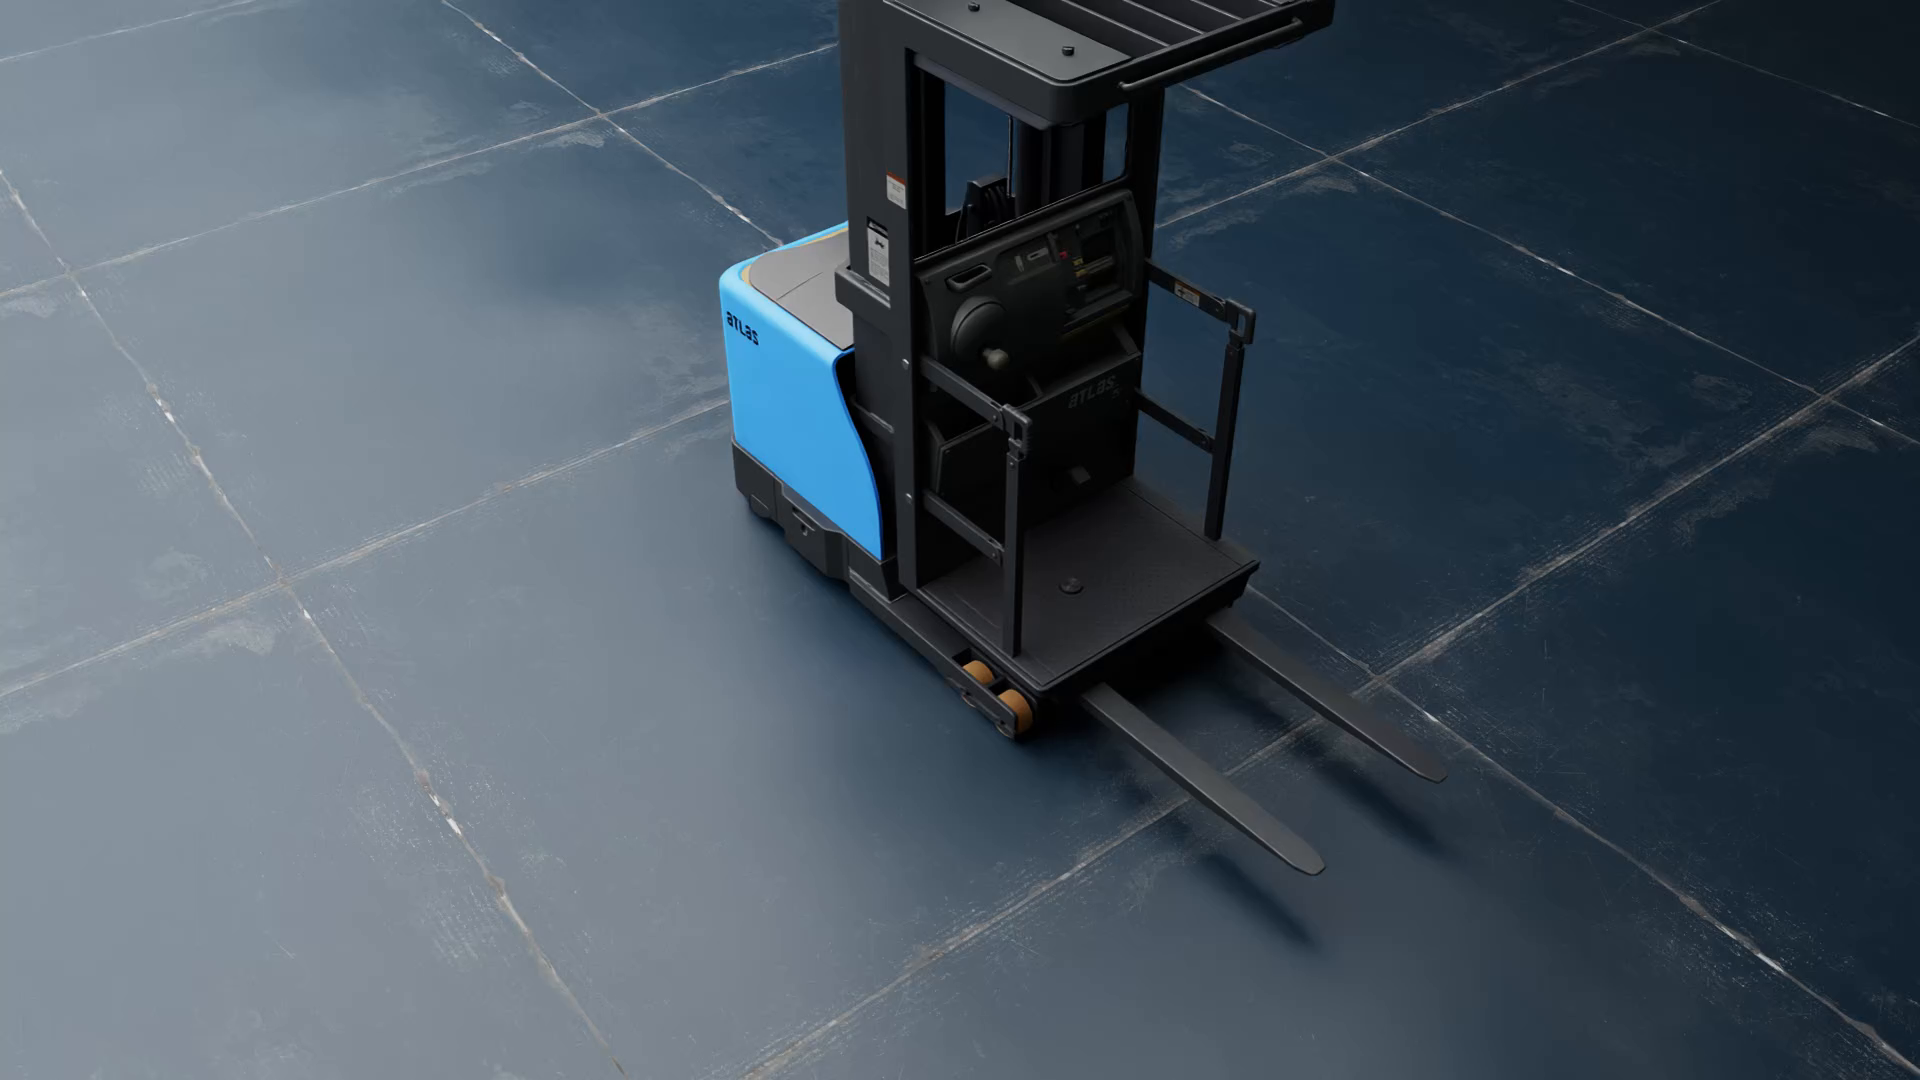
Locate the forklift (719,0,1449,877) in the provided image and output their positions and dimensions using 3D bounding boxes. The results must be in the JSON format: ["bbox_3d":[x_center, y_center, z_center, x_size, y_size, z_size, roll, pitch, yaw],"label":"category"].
[{"bbox_3d":[0.390,-0.774,5.432,1.129,2.867,3.031,-28,47,-29],"label":"forklift"}]

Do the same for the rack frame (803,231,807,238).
[{"bbox_3d":[-0.571,-0.876,7.108,0.006,0.900,0.240,-29,47,-30],"label":"rack frame"}]

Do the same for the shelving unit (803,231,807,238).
[{"bbox_3d":[-0.647,-0.835,7.058,0.205,0.900,0.258,-29,47,-30],"label":"shelving unit"}]
